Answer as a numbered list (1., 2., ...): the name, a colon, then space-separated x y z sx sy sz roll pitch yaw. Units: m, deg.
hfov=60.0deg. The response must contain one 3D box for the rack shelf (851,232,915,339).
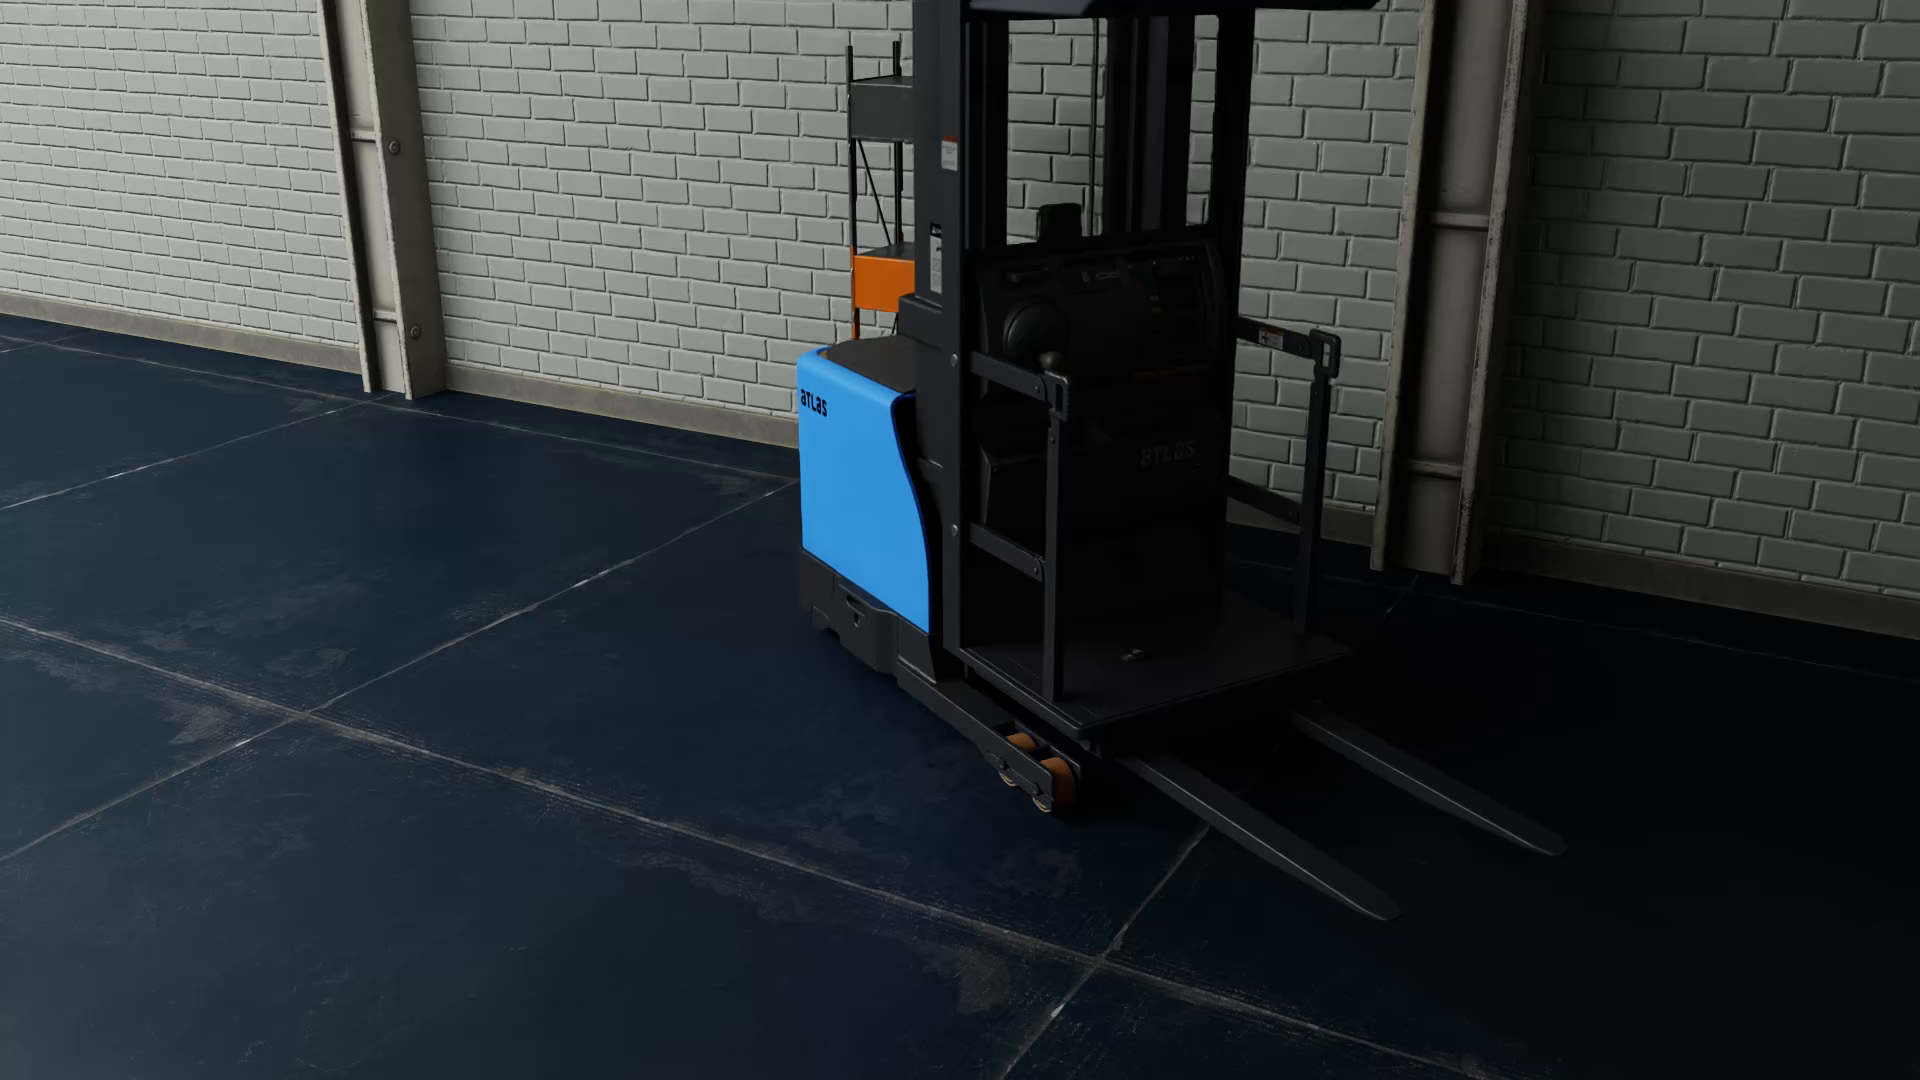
1. rack shelf: -0.145 -1.002 7.088 0.480 0.518 0.431 11 23 27

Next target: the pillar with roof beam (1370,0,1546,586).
1. pillar with roof beam: -0.121 -2.839 1.994 0.400 9.000 9.100 11 23 27

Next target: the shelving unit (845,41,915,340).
1. shelving unit: -0.145 -1.015 7.083 0.503 2.100 0.431 11 23 27

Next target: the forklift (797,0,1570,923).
1. forklift: 0.566 -0.727 5.070 1.130 2.935 3.031 -12 23 -29

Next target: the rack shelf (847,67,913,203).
1. rack shelf: -0.145 -1.660 6.849 0.480 0.518 0.431 11 23 27

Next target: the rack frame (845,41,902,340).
1. rack frame: -0.358 -1.055 7.195 0.015 2.100 0.400 11 23 27

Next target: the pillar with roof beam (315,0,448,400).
1. pillar with roof beam: -5.359 -3.836 4.745 0.400 9.000 9.100 11 23 27
